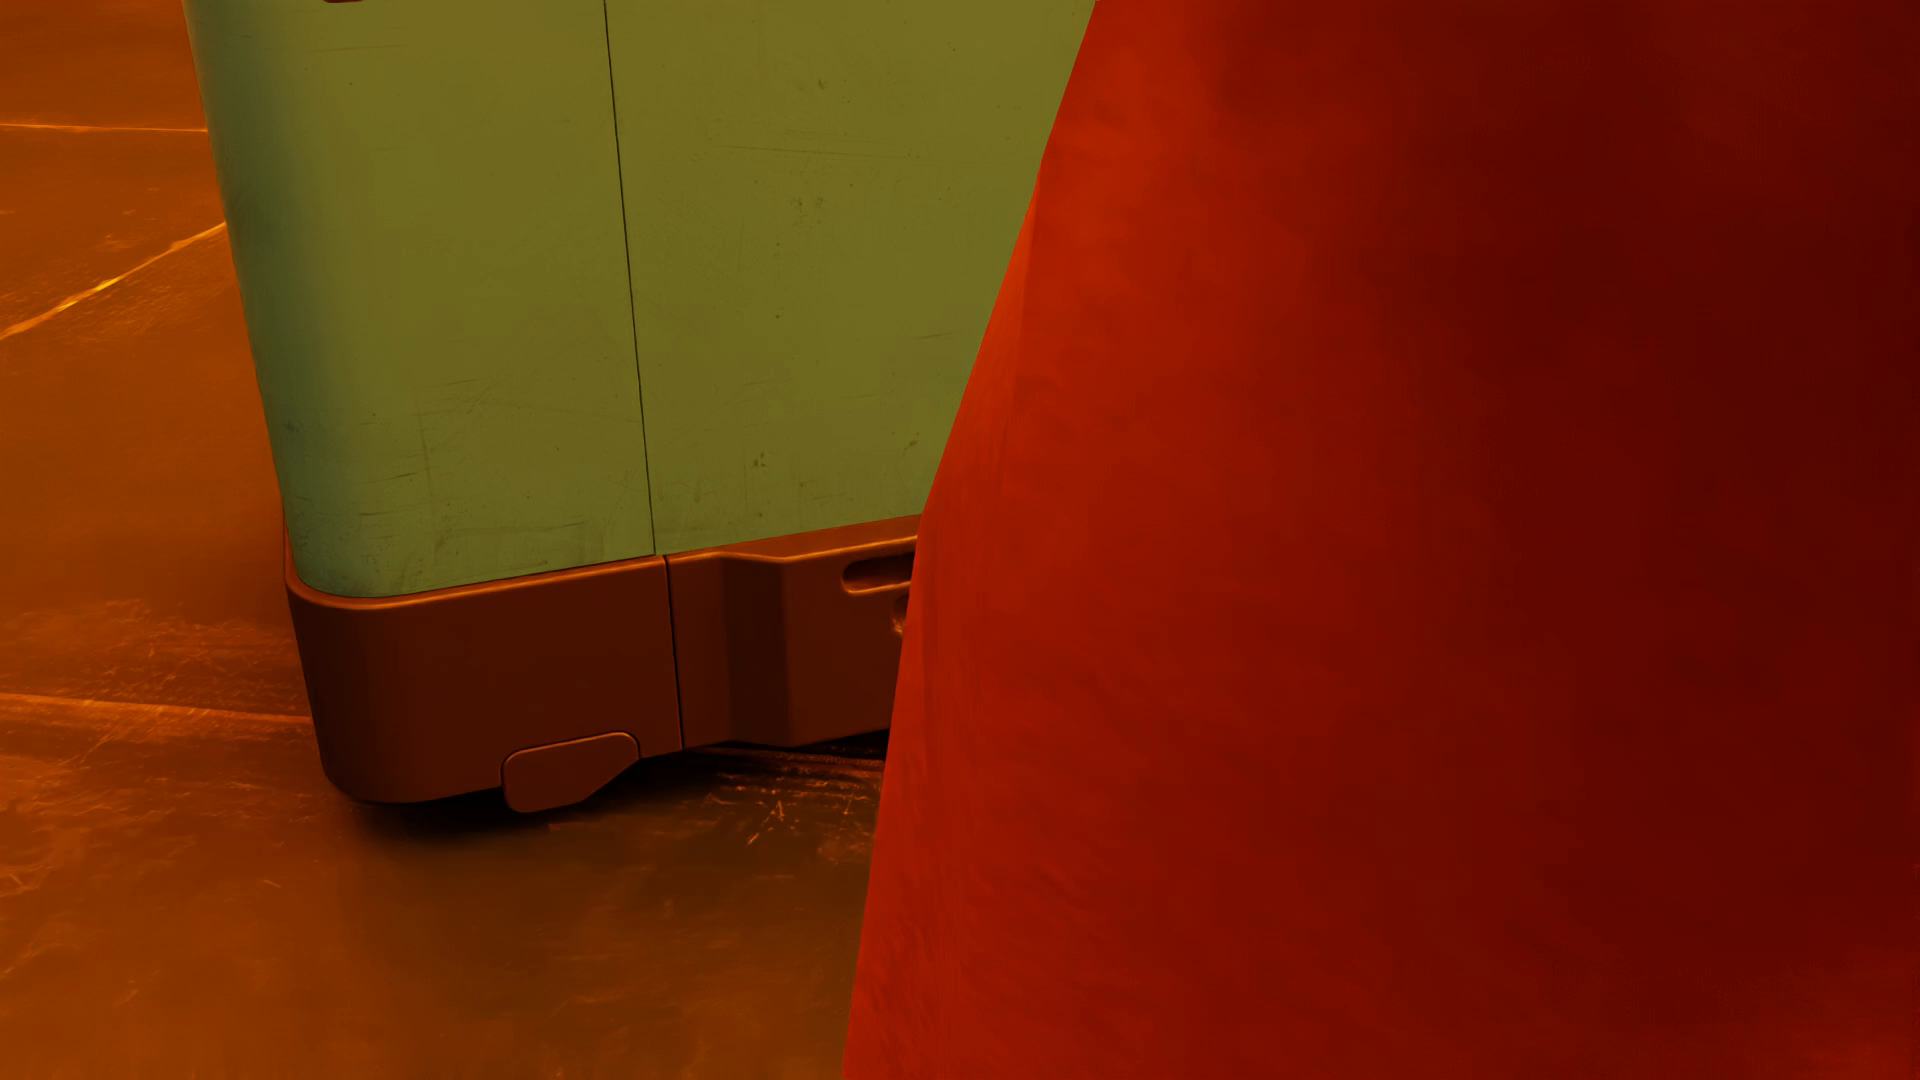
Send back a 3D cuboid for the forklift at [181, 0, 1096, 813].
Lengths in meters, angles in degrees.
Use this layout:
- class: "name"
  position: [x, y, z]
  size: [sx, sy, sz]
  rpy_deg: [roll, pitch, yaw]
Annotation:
- class: "forklift"
  position: [0.572, -1.406, 2.035]
  size: [3.031, 2.935, 1.130]
  rpy_deg: [-9, 28, -18]
